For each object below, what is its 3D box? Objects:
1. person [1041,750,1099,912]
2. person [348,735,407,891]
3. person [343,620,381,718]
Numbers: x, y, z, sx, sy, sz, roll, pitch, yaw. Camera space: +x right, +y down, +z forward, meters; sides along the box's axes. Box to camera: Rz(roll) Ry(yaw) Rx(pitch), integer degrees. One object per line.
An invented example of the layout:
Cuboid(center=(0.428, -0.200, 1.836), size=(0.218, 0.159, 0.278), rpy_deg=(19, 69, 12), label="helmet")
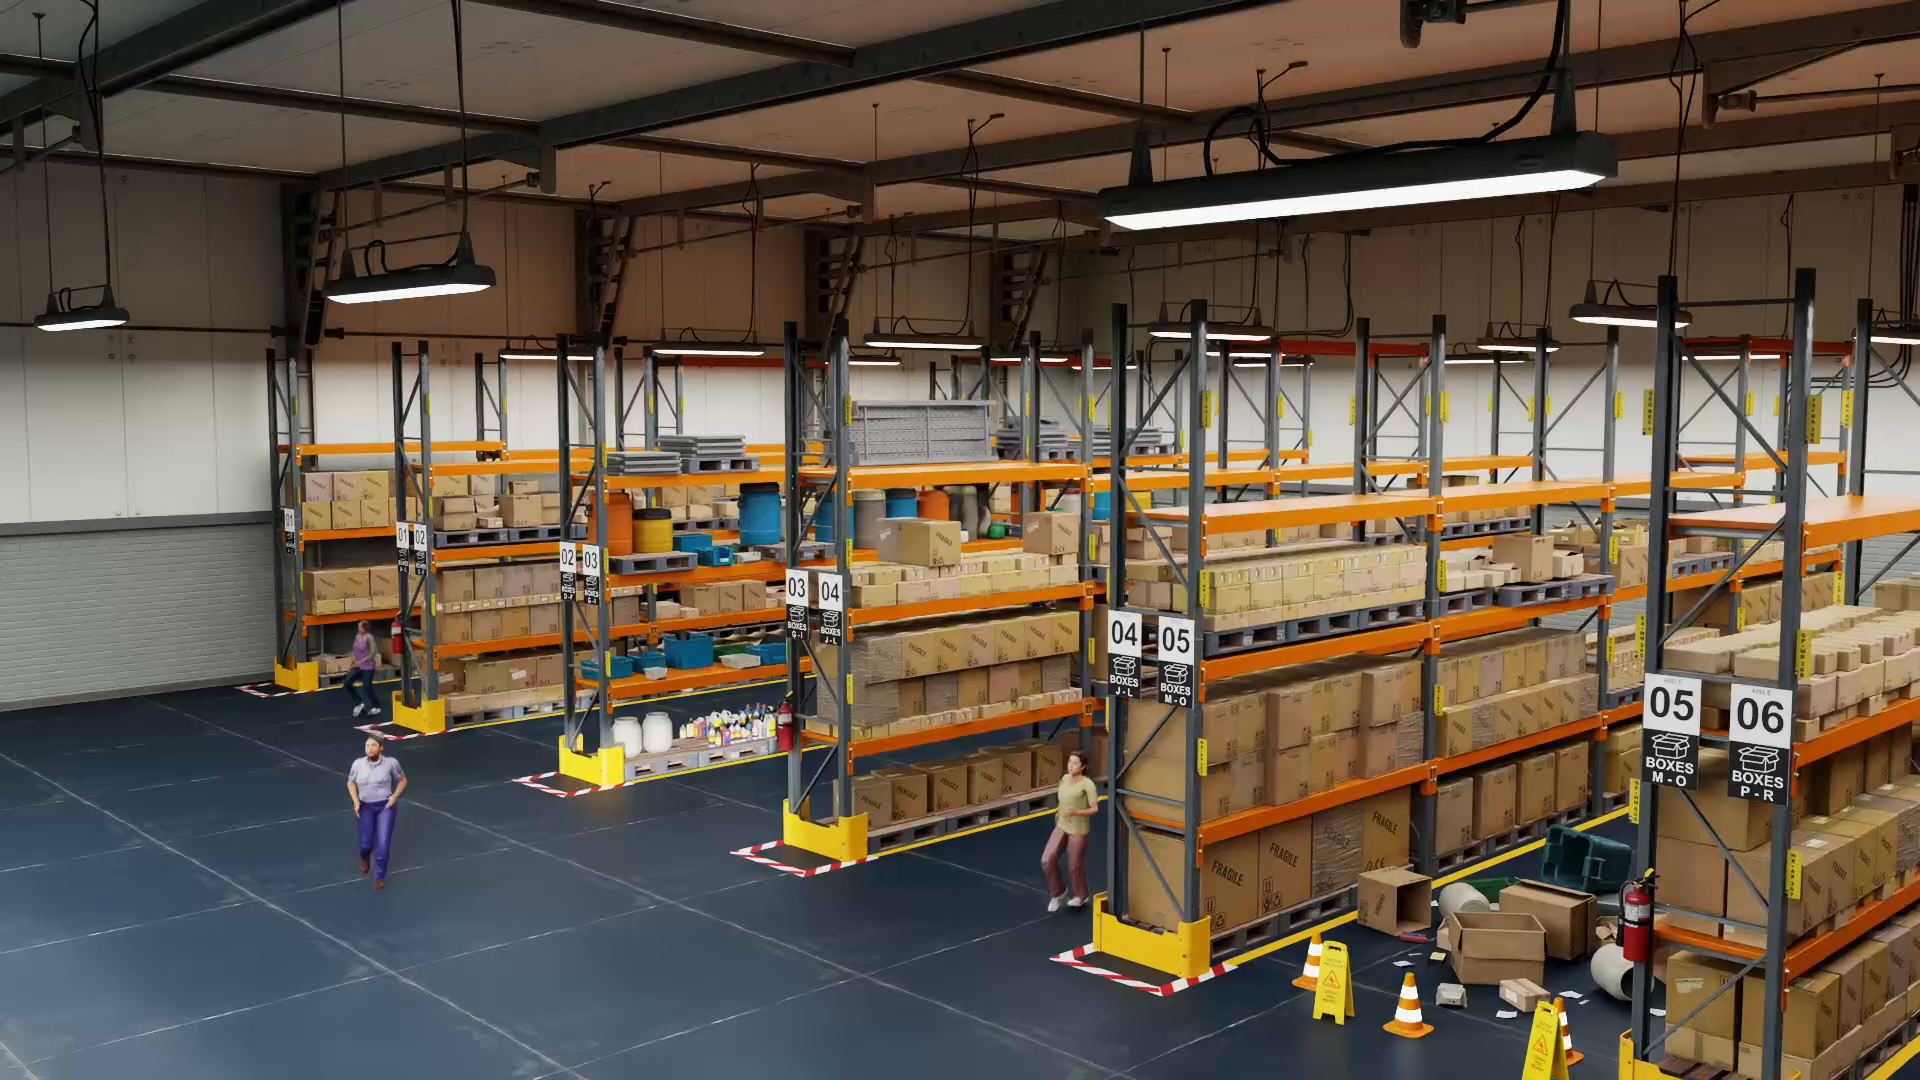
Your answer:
Cuboid(center=(1.125, 2.923, 16.598), size=(0.574, 1.658, 0.656), rpy_deg=(4, 6, 39), label="person")
Cuboid(center=(-6.149, 2.861, 17.569), size=(0.600, 1.610, 0.596), rpy_deg=(-1, 5, -13), label="person")
Cuboid(center=(-9.591, 2.062, 26.740), size=(0.549, 1.579, 0.610), rpy_deg=(3, 6, 33), label="person")
